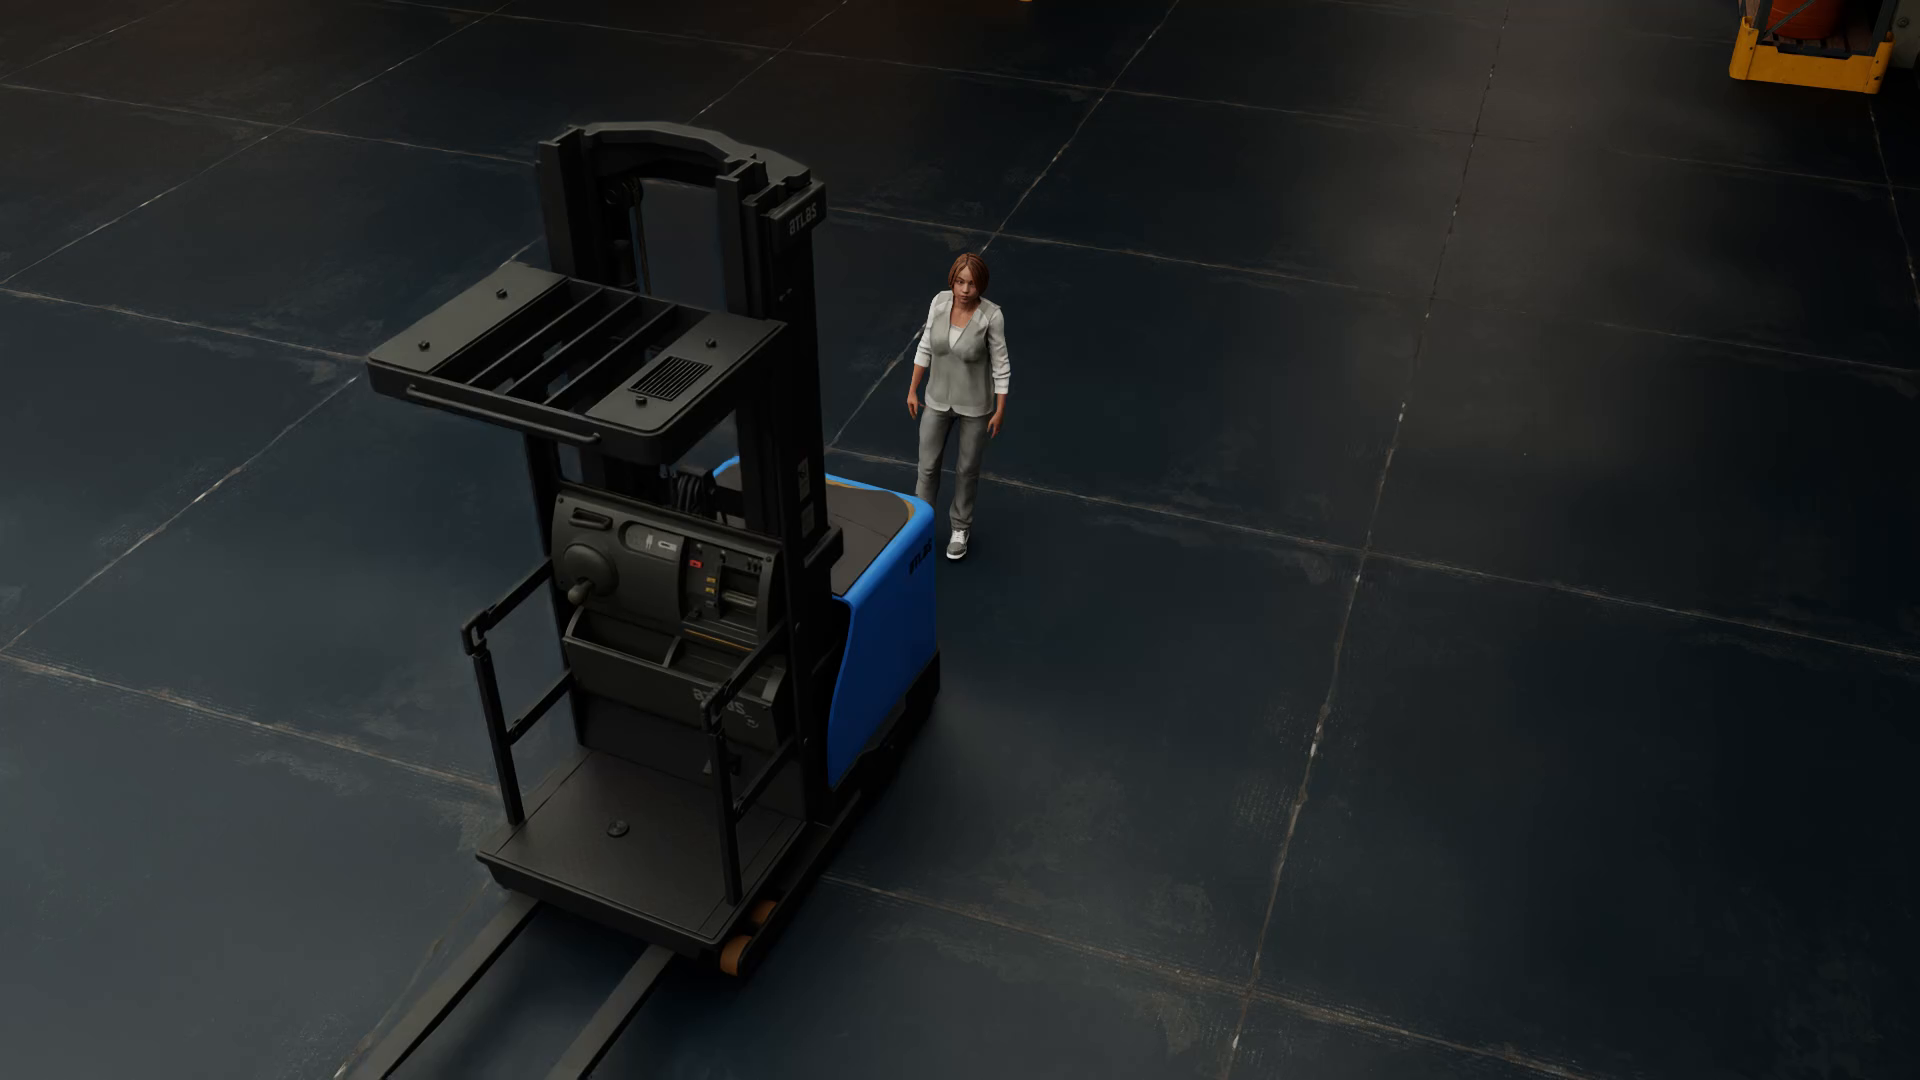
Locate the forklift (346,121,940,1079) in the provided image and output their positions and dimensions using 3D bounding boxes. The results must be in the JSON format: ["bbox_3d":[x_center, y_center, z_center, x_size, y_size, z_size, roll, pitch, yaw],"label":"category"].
[{"bbox_3d":[-1.169,0.171,5.869,1.130,2.935,3.031,15,38,20],"label":"forklift"}]

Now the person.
[{"bbox_3d":[-0.038,-0.613,8.129,0.521,1.584,0.473,12,37,16],"label":"person"}]
